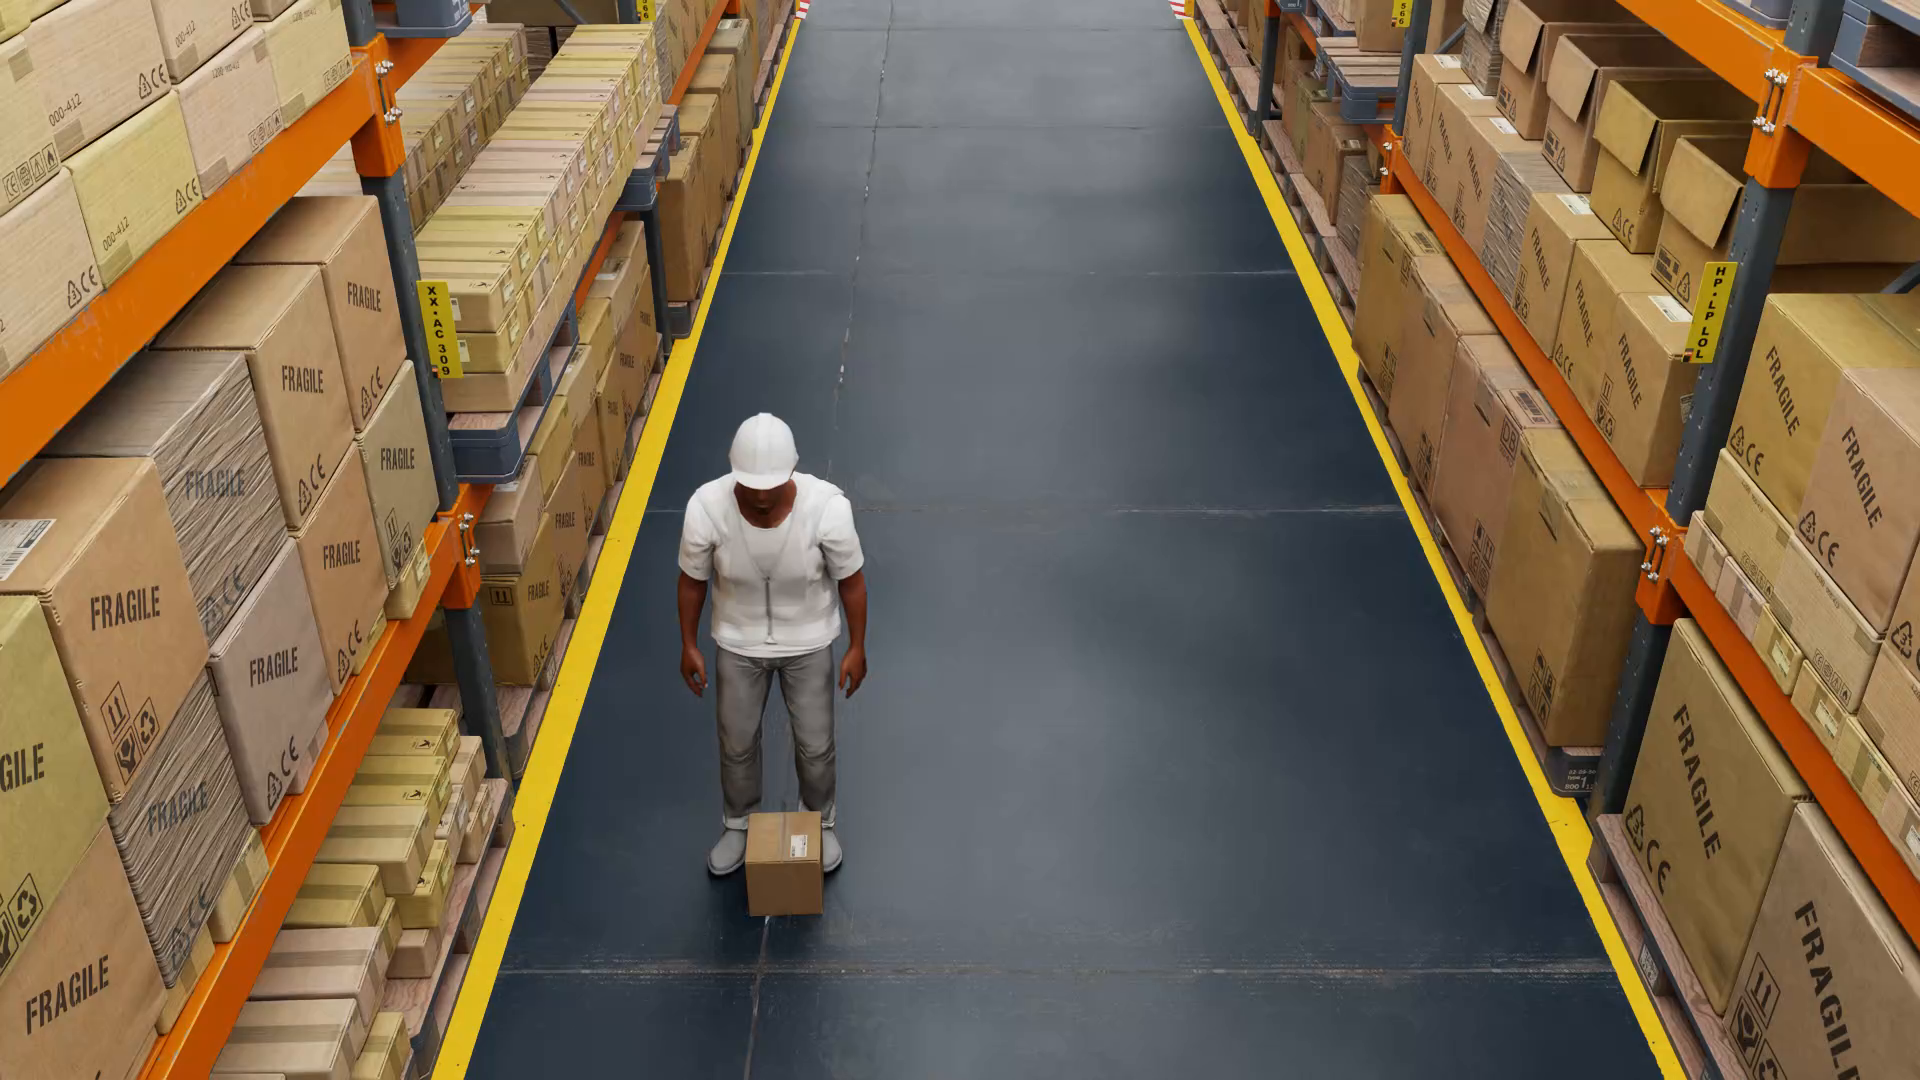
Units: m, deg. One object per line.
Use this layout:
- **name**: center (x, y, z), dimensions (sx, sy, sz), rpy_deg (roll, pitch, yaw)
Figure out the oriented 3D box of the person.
- **person**: center (-0.620, 0.354, 5.536), dimensions (0.627, 1.761, 0.456), rpy_deg (0, 31, 0)
